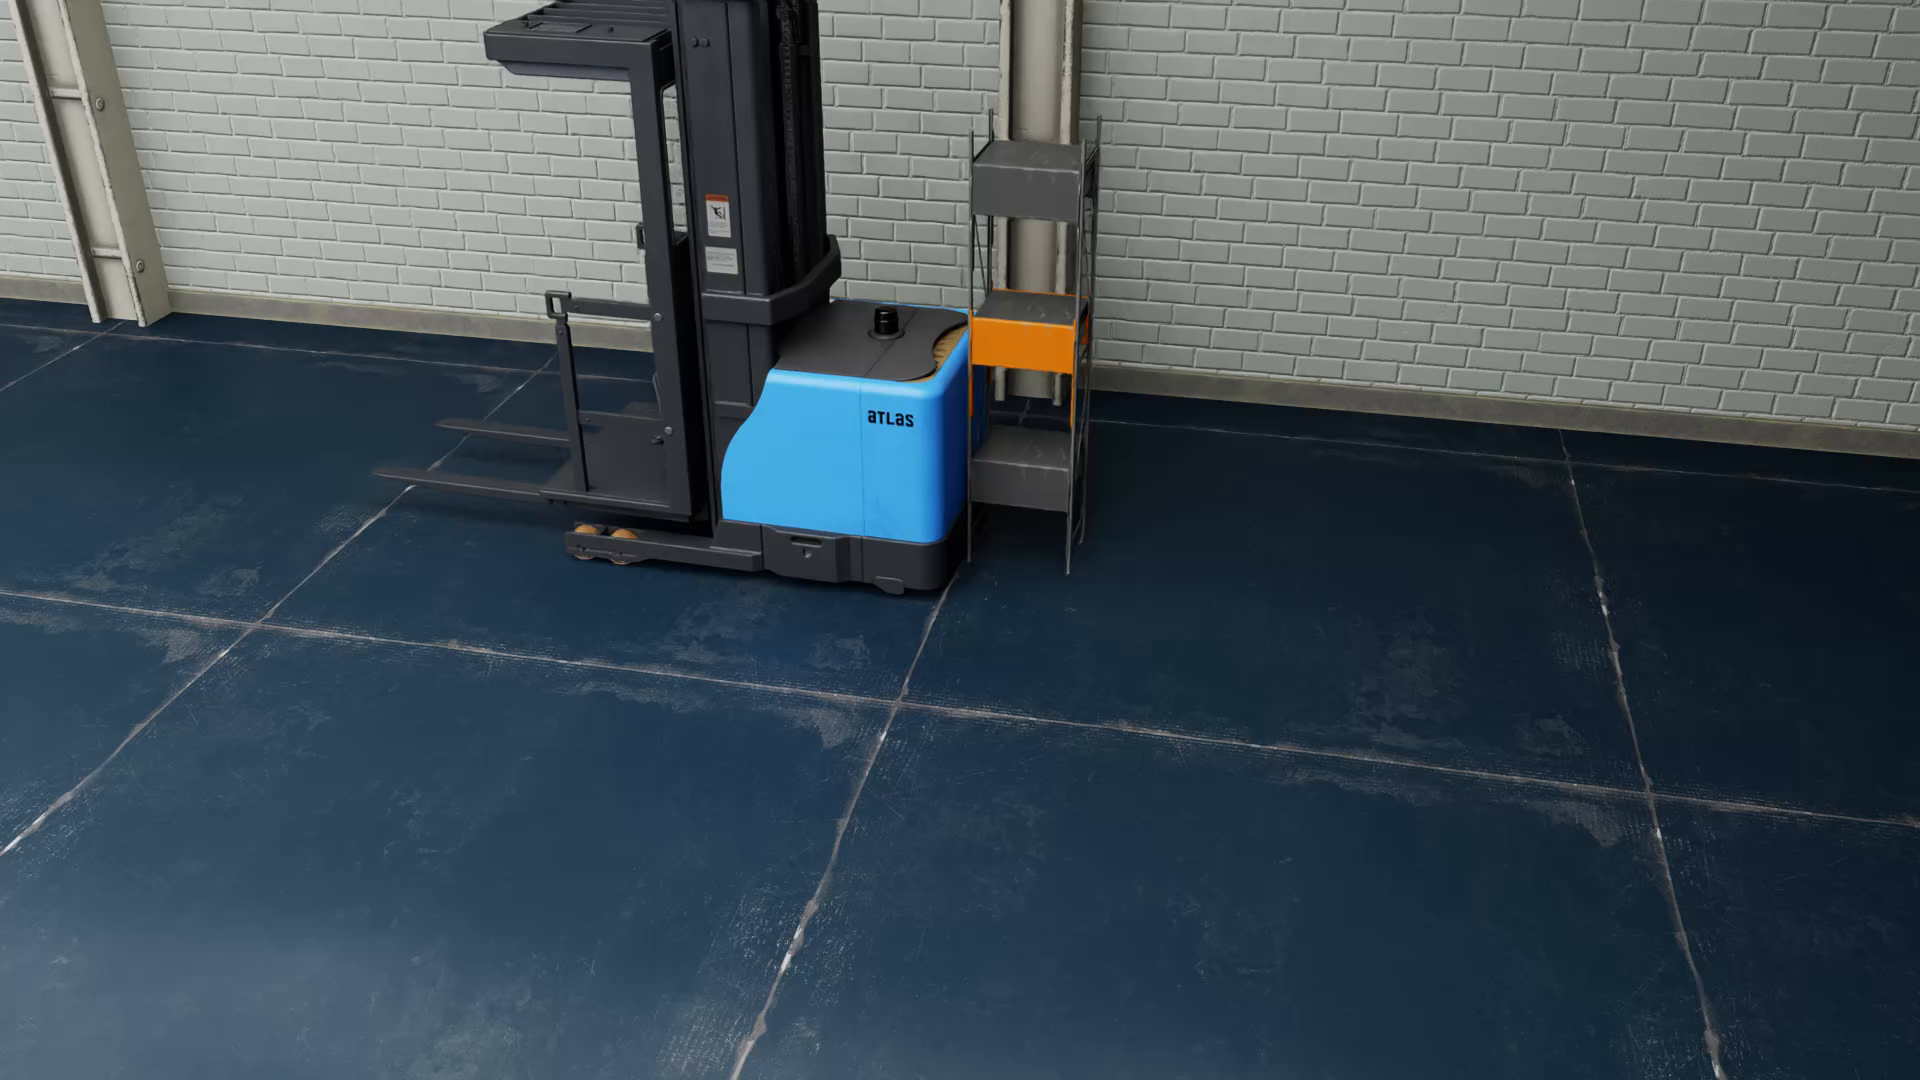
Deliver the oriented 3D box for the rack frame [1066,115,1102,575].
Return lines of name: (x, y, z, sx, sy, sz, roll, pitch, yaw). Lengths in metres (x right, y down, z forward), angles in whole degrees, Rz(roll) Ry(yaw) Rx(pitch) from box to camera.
rack frame: (0.565, -0.845, 7.607, 0.015, 2.100, 0.400, 7, 29, 12)

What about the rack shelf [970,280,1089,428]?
rack shelf: (0.328, -0.862, 7.667, 0.480, 0.518, 0.431, 7, 29, 12)

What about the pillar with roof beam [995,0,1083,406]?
pillar with roof beam: (-0.468, -2.799, 3.991, 0.400, 9.000, 9.100, 6, 29, 11)

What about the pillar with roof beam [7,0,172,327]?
pillar with roof beam: (-6.336, -3.400, 5.090, 0.400, 9.000, 9.100, 6, 29, 11)

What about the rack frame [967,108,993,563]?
rack frame: (0.092, -0.903, 7.713, 0.015, 2.100, 0.400, 7, 29, 12)

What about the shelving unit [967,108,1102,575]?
shelving unit: (0.328, -0.874, 7.660, 0.503, 2.100, 0.431, 7, 29, 12)

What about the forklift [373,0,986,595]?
forklift: (-1.422, -1.403, 7.760, 3.031, 2.935, 1.130, 7, 29, 12)

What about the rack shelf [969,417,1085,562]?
rack shelf: (0.328, -0.248, 8.003, 0.480, 0.518, 0.431, 7, 29, 12)

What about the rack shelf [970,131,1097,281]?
rack shelf: (0.328, -1.476, 7.331, 0.480, 0.518, 0.431, 7, 29, 12)
